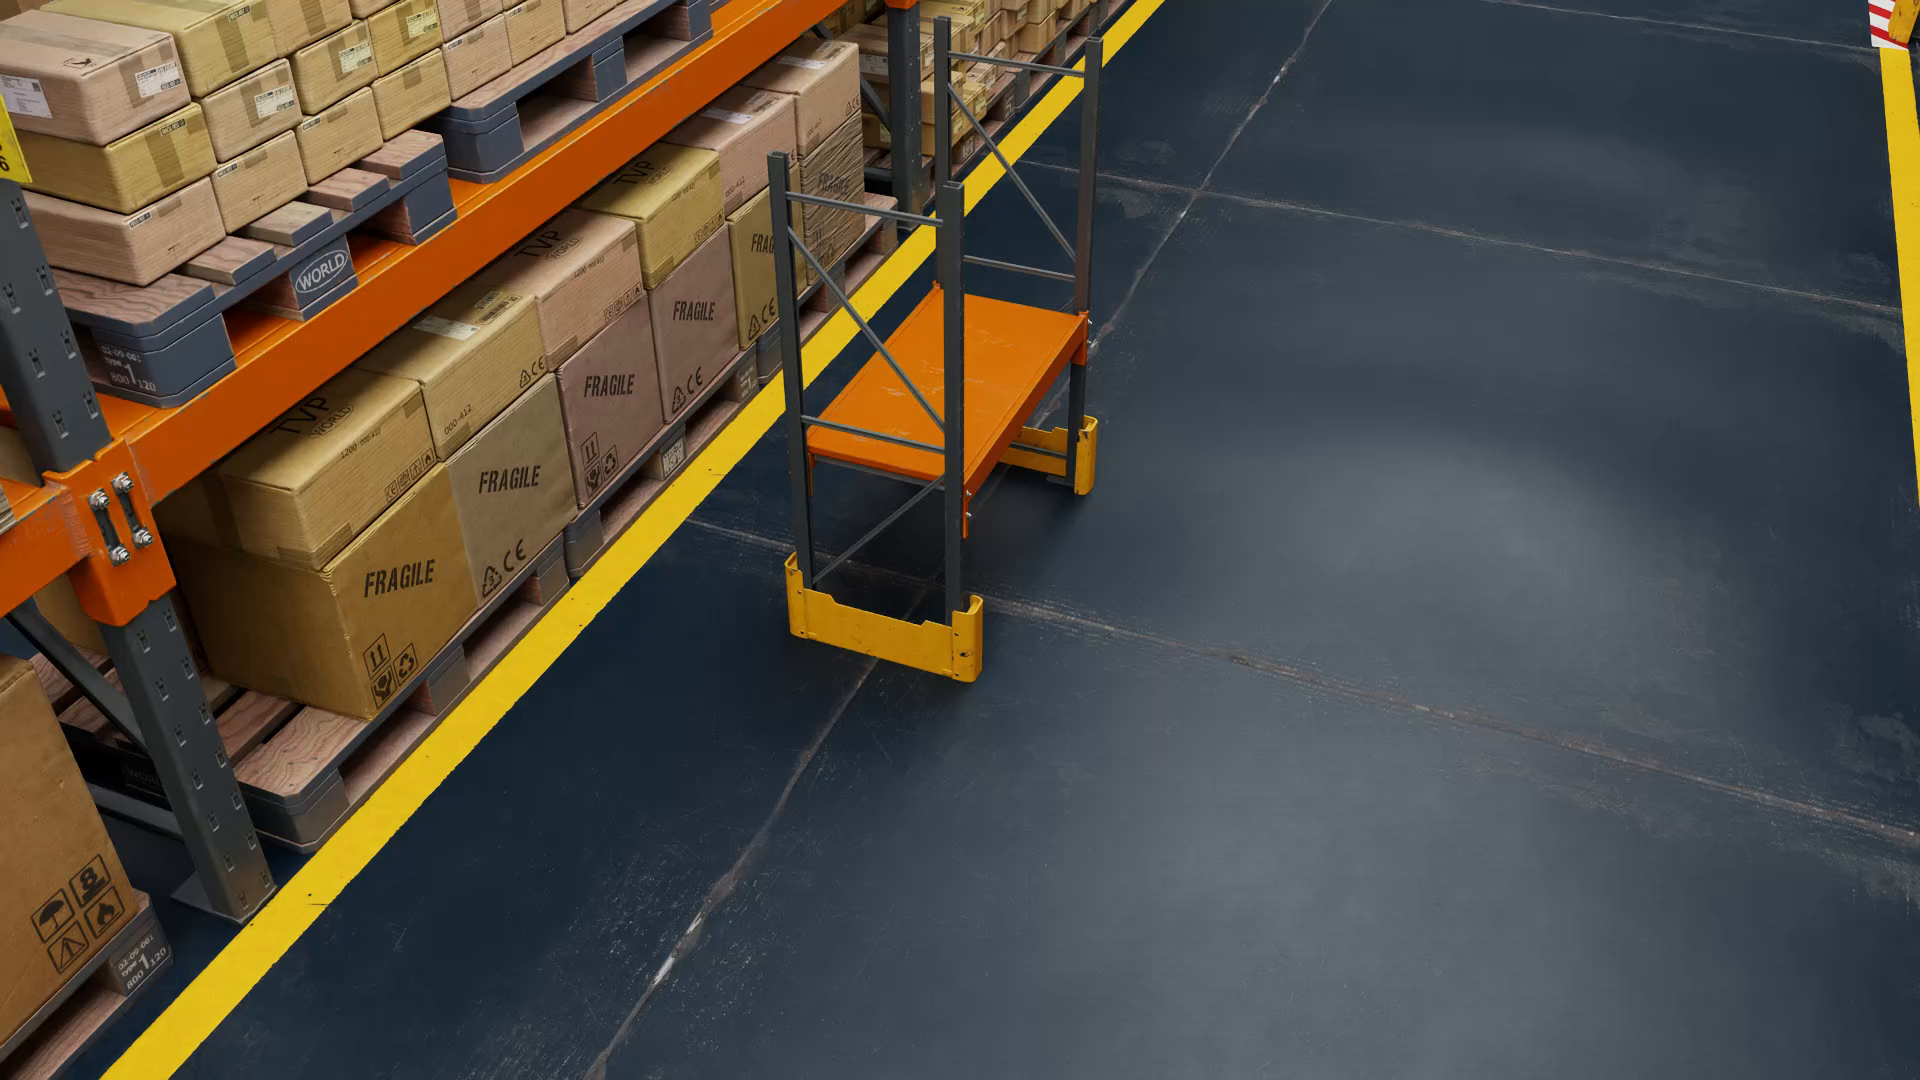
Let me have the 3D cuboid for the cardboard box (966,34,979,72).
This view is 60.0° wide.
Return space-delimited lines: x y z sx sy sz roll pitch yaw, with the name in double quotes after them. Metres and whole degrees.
-0.135 -2.209 7.482 0.380 0.149 0.250 14 39 17 "cardboard box"

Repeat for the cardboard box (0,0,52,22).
-2.304 -1.238 3.763 0.380 0.149 0.250 13 39 17 "cardboard box"

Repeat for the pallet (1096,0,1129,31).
0.509 -3.246 9.417 1.003 0.211 1.213 14 39 18 "pallet"

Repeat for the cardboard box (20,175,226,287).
-1.807 -0.687 3.523 0.380 0.149 0.250 13 39 17 "cardboard box"

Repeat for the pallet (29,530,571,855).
-1.865 0.267 4.717 1.003 0.211 1.213 14 39 18 "pallet"

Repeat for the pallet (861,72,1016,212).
-0.419 -1.895 7.610 1.003 0.211 1.213 14 39 18 "pallet"

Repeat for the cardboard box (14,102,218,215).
-1.794 -0.826 3.461 0.380 0.149 0.250 16 40 20 "cardboard box"

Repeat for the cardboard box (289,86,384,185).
-1.602 -0.985 3.922 0.380 0.149 0.250 16 40 20 "cardboard box"

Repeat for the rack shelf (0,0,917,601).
-1.403 -1.237 5.000 1.077 0.370 4.000 14 39 18 "rack shelf"

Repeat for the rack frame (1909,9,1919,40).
5.496 -3.775 7.796 1.000 3.000 0.127 14 39 18 "rack frame"

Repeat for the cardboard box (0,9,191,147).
-1.807 -0.938 3.361 0.380 0.149 0.250 14 39 18 "cardboard box"

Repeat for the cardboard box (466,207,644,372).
-1.284 -0.764 4.877 0.500 0.250 0.500 14 39 18 "cardboard box"

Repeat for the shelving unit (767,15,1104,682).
-0.029 -0.559 4.745 0.587 1.500 1.083 14 39 18 "shelving unit"

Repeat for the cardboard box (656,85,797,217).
-0.899 -1.348 5.659 0.500 0.250 0.500 16 40 20 "cardboard box"

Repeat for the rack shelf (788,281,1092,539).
-0.032 -0.409 4.845 0.538 0.185 1.000 14 39 18 "rack shelf"

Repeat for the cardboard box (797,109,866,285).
-0.690 -1.332 6.264 0.500 0.500 0.500 13 39 17 "cardboard box"

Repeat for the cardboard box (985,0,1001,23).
-0.031 -2.480 7.597 0.380 0.149 0.250 13 39 17 "cardboard box"

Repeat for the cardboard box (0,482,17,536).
-2.087 -0.147 2.858 0.500 0.500 0.500 14 39 18 "cardboard box"

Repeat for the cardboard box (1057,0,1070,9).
0.368 -2.761 8.220 0.380 0.149 0.250 14 39 18 "cardboard box"

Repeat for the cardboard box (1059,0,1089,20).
0.445 -2.800 8.522 0.380 0.149 0.250 15 39 19 "cardboard box"

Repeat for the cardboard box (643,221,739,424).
-1.085 -0.765 5.506 0.500 0.500 0.500 13 39 17 "cardboard box"

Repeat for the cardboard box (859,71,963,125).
-0.208 -1.906 7.076 0.380 0.149 0.250 16 40 20 "cardboard box"

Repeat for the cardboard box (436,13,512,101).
-1.402 -1.283 4.320 0.380 0.149 0.250 15 39 19 "cardboard box"

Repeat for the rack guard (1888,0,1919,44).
5.506 -2.787 8.562 1.175 0.500 0.348 14 39 18 "rack guard"

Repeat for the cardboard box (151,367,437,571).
-1.677 -0.212 4.139 0.500 0.250 0.500 12 38 16 "cardboard box"

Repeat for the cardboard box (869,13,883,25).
-0.453 -2.446 7.799 0.380 0.149 0.250 14 39 18 "cardboard box"

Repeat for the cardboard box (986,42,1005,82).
-0.008 -2.236 7.766 0.380 0.149 0.250 13 39 17 "cardboard box"

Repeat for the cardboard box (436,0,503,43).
-1.403 -1.403 4.232 0.380 0.149 0.250 14 39 18 "cardboard box"

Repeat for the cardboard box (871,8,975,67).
-0.159 -2.180 7.194 0.380 0.149 0.250 16 40 20 "cardboard box"

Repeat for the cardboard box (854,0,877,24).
-0.598 -2.443 7.547 0.380 0.149 0.250 13 39 17 "cardboard box"

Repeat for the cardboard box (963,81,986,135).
-0.105 -1.934 7.363 0.380 0.149 0.250 15 39 19 "cardboard box"

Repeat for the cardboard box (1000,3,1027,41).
0.097 -2.505 7.878 0.380 0.149 0.250 16 40 20 "cardboard box"

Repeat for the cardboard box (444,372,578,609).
-1.471 -0.197 4.746 0.500 0.500 0.500 14 39 18 "cardboard box"

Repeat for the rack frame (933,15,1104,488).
0.161 -0.835 5.114 0.500 1.500 0.032 14 39 18 "rack frame"

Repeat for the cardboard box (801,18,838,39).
-0.747 -2.153 7.159 0.380 0.149 0.250 15 39 19 "cardboard box"

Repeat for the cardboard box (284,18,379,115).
-1.594 -1.126 3.861 0.380 0.149 0.250 13 39 16 "cardboard box"

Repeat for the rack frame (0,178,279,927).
-2.164 -0.418 3.303 1.000 3.000 0.127 14 39 18 "rack frame"

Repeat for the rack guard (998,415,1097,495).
0.160 -0.334 5.488 0.587 0.250 0.087 14 39 18 "rack guard"

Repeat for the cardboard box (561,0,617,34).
-1.204 -1.565 4.698 0.380 0.149 0.250 13 39 16 "cardboard box"

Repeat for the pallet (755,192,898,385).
-0.937 -1.084 6.524 1.003 0.211 1.213 14 39 18 "pallet"

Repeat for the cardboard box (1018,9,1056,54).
0.250 -2.515 8.139 0.380 0.149 0.250 13 39 17 "cardboard box"

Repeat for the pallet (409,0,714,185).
-1.448 -1.446 4.840 1.003 0.211 1.213 14 39 18 "pallet"

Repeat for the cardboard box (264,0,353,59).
-1.611 -1.220 3.738 0.380 0.149 0.250 14 39 17 "cardboard box"

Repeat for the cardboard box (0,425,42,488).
-2.146 -0.324 4.288 0.500 0.250 0.500 13 39 17 "cardboard box"
